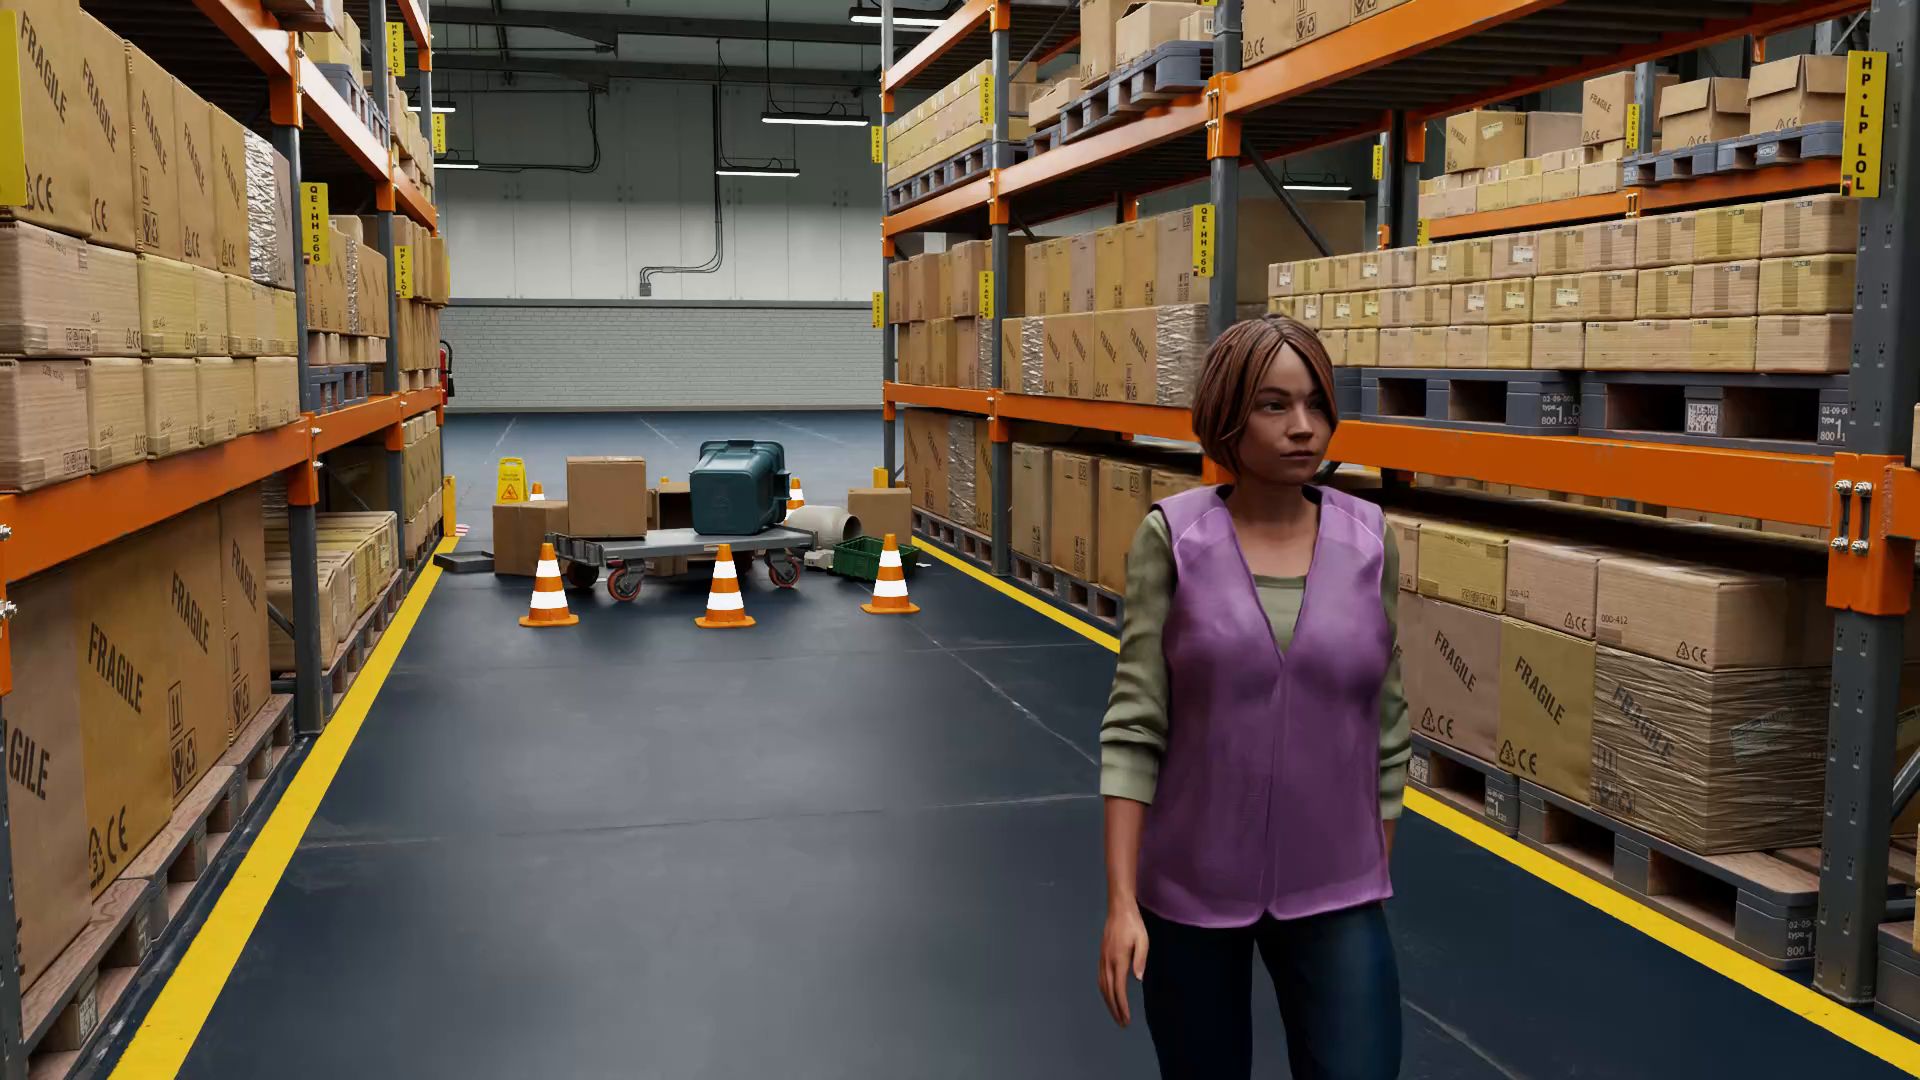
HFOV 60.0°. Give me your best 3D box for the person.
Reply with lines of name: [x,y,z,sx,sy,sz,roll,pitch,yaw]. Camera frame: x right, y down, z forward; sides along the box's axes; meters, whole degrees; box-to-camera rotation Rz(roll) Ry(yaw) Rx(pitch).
person: [0.397,0.523,2.214,0.433,1.642,0.630,0,6,3]
